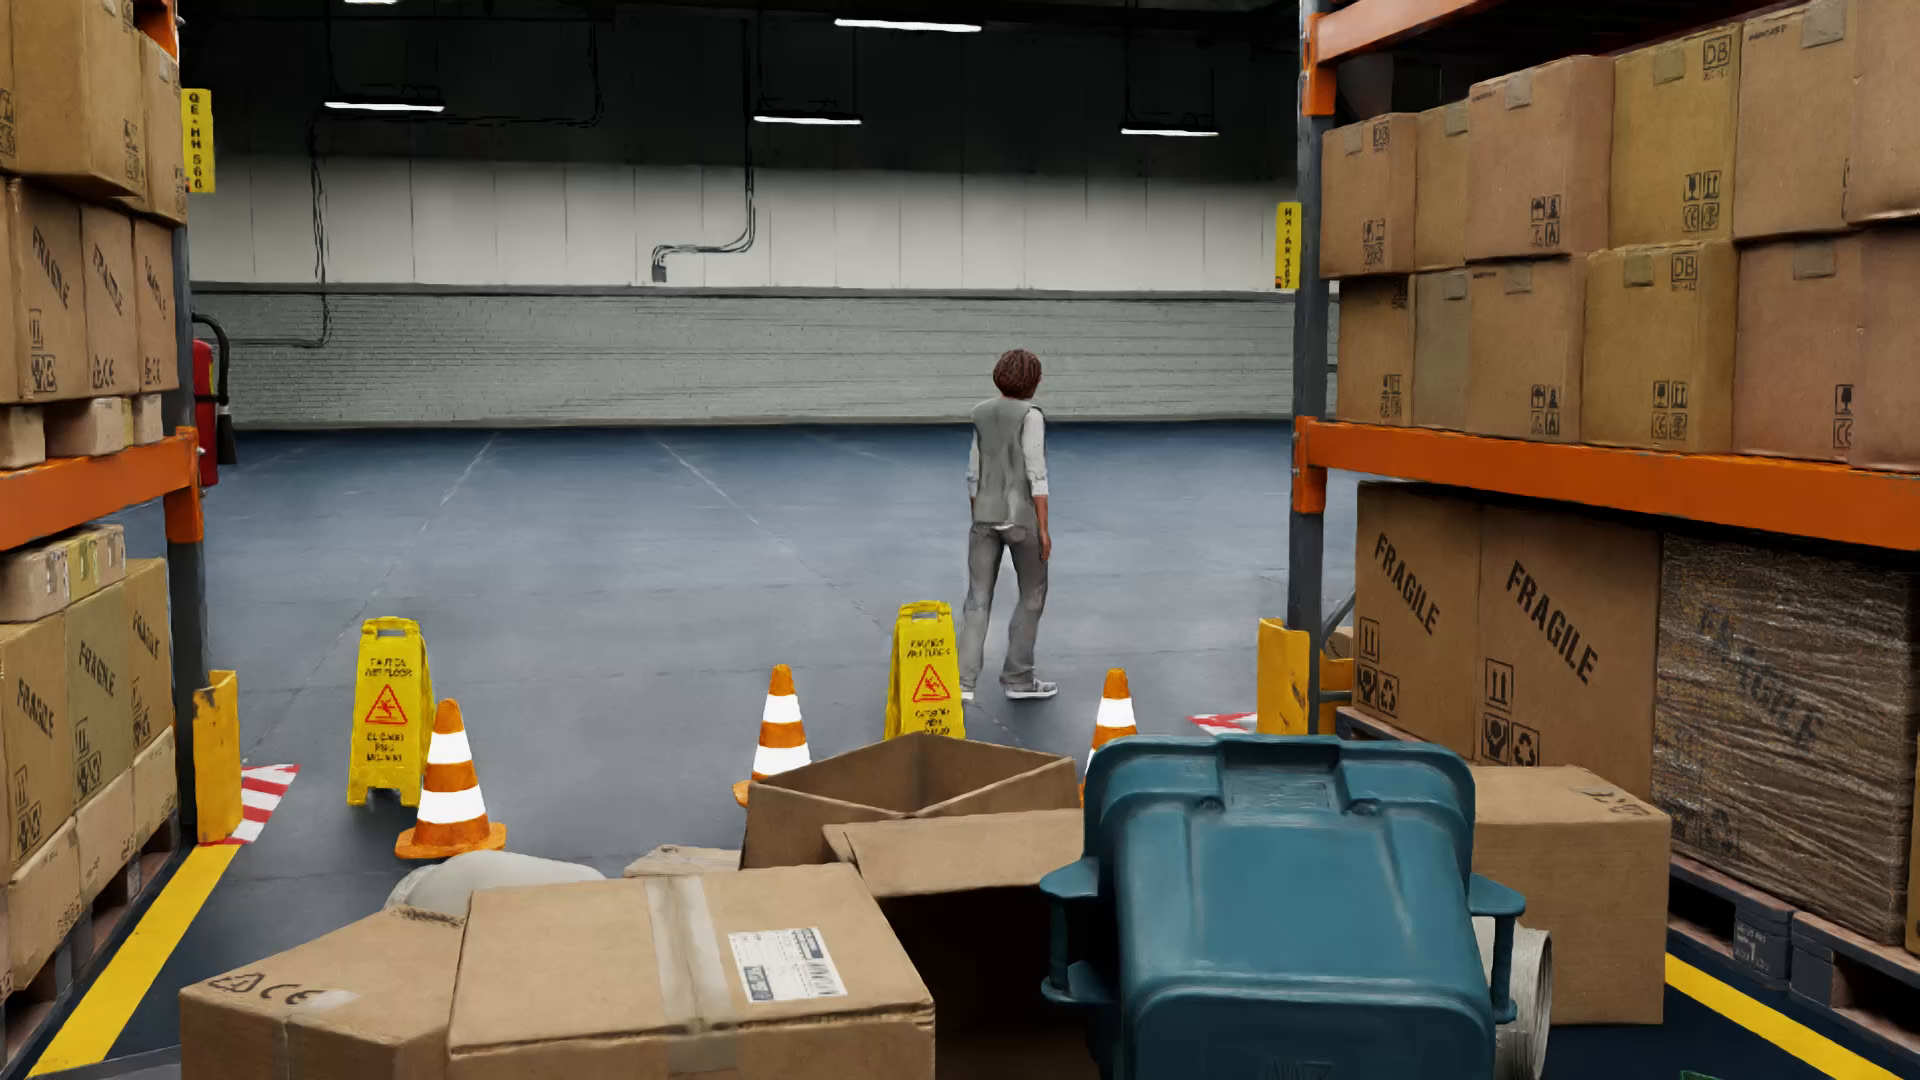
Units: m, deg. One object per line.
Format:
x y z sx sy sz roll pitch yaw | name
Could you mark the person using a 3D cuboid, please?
0.199 -0.058 7.419 0.498 1.589 0.561 5 8 36 | person
